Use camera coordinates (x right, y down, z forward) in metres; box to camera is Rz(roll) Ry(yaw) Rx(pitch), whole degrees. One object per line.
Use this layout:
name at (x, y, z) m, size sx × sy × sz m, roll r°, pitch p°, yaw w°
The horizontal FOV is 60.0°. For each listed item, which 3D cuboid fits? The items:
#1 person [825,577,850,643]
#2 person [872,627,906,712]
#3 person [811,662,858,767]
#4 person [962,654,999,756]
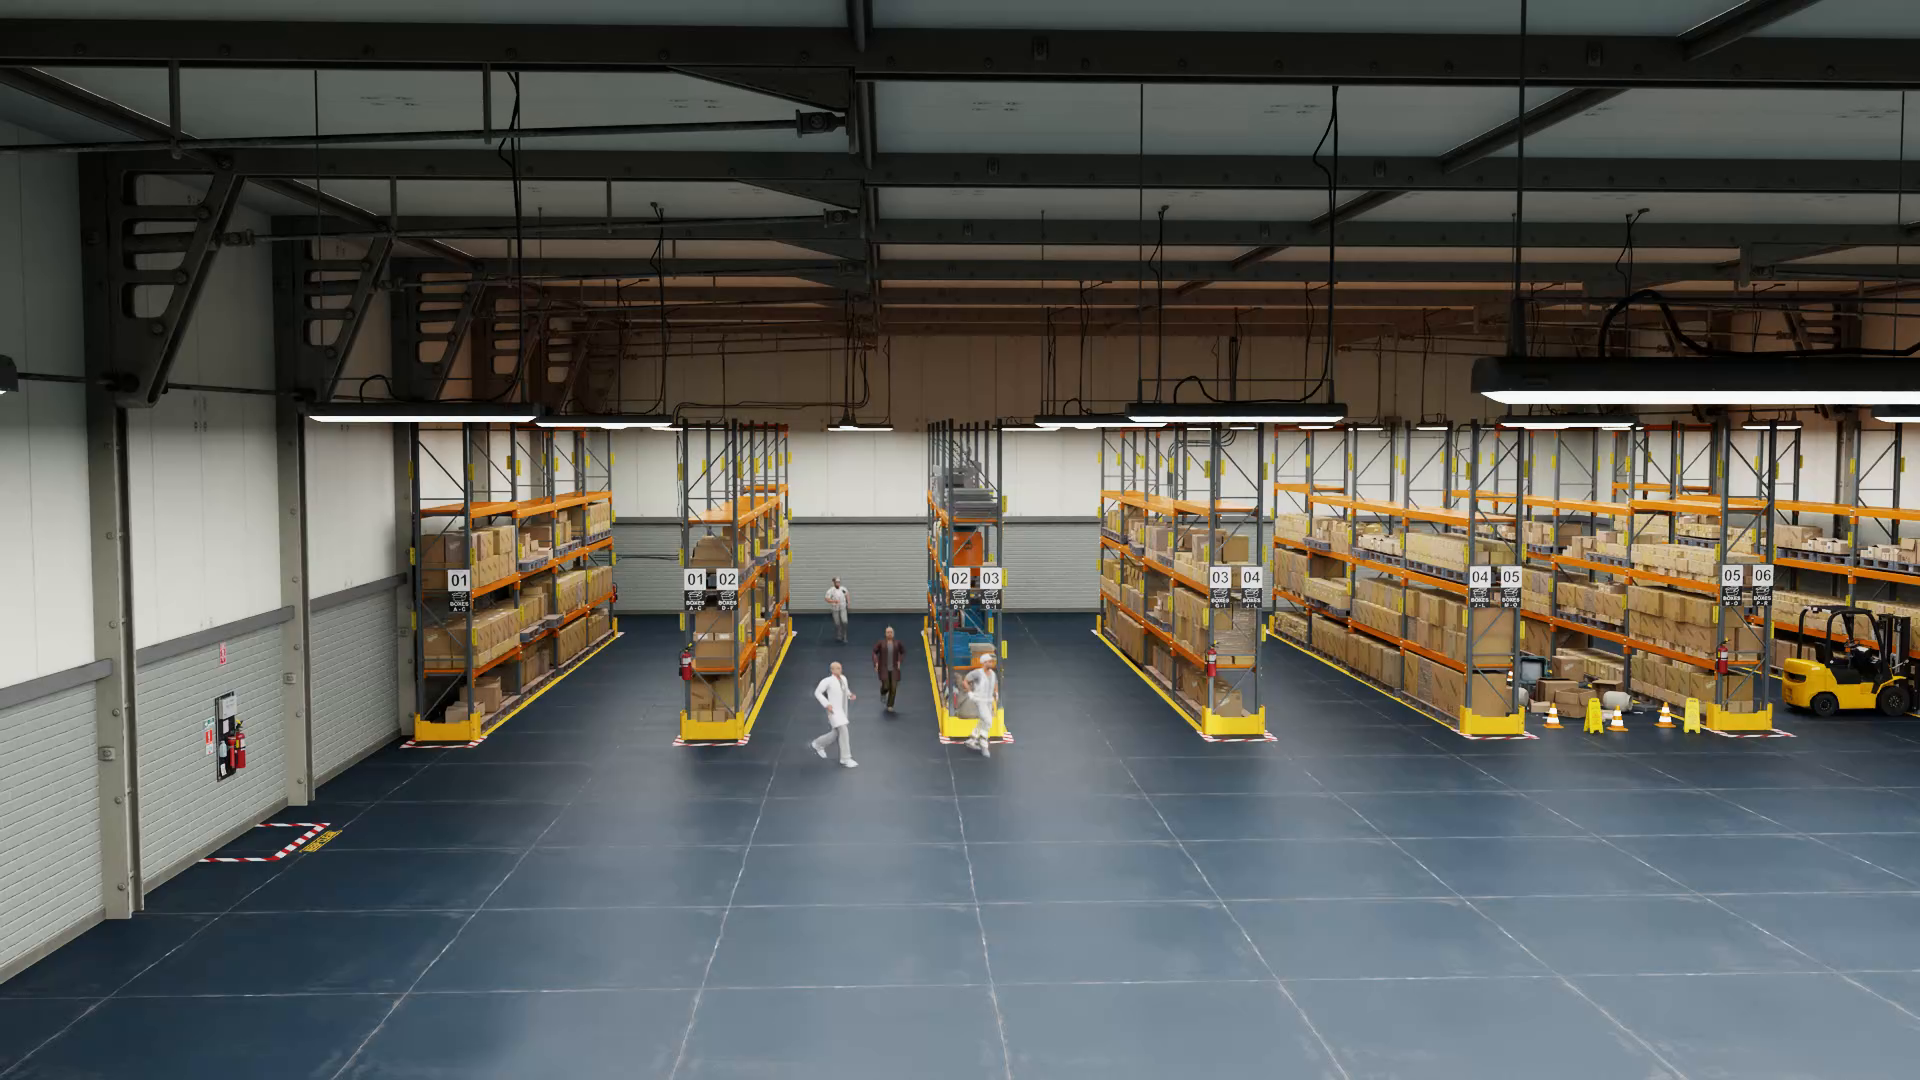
person at (-3.363, 1.934, 45.719) m, size 0.690 × 1.861 × 0.655 m, roll -1°, pitch 4°, yaw -14°
person at (-1.459, 2.666, 34.342) m, size 0.712 × 1.731 × 0.637 m, roll -1°, pitch 4°, yaw -9°
person at (-2.132, 3.037, 28.772) m, size 0.908 × 1.706 × 0.695 m, roll 2°, pitch 4°, yaw 30°
person at (0.416, 2.944, 29.808) m, size 0.695 × 1.816 × 0.681 m, roll 4°, pitch 5°, yaw 45°
